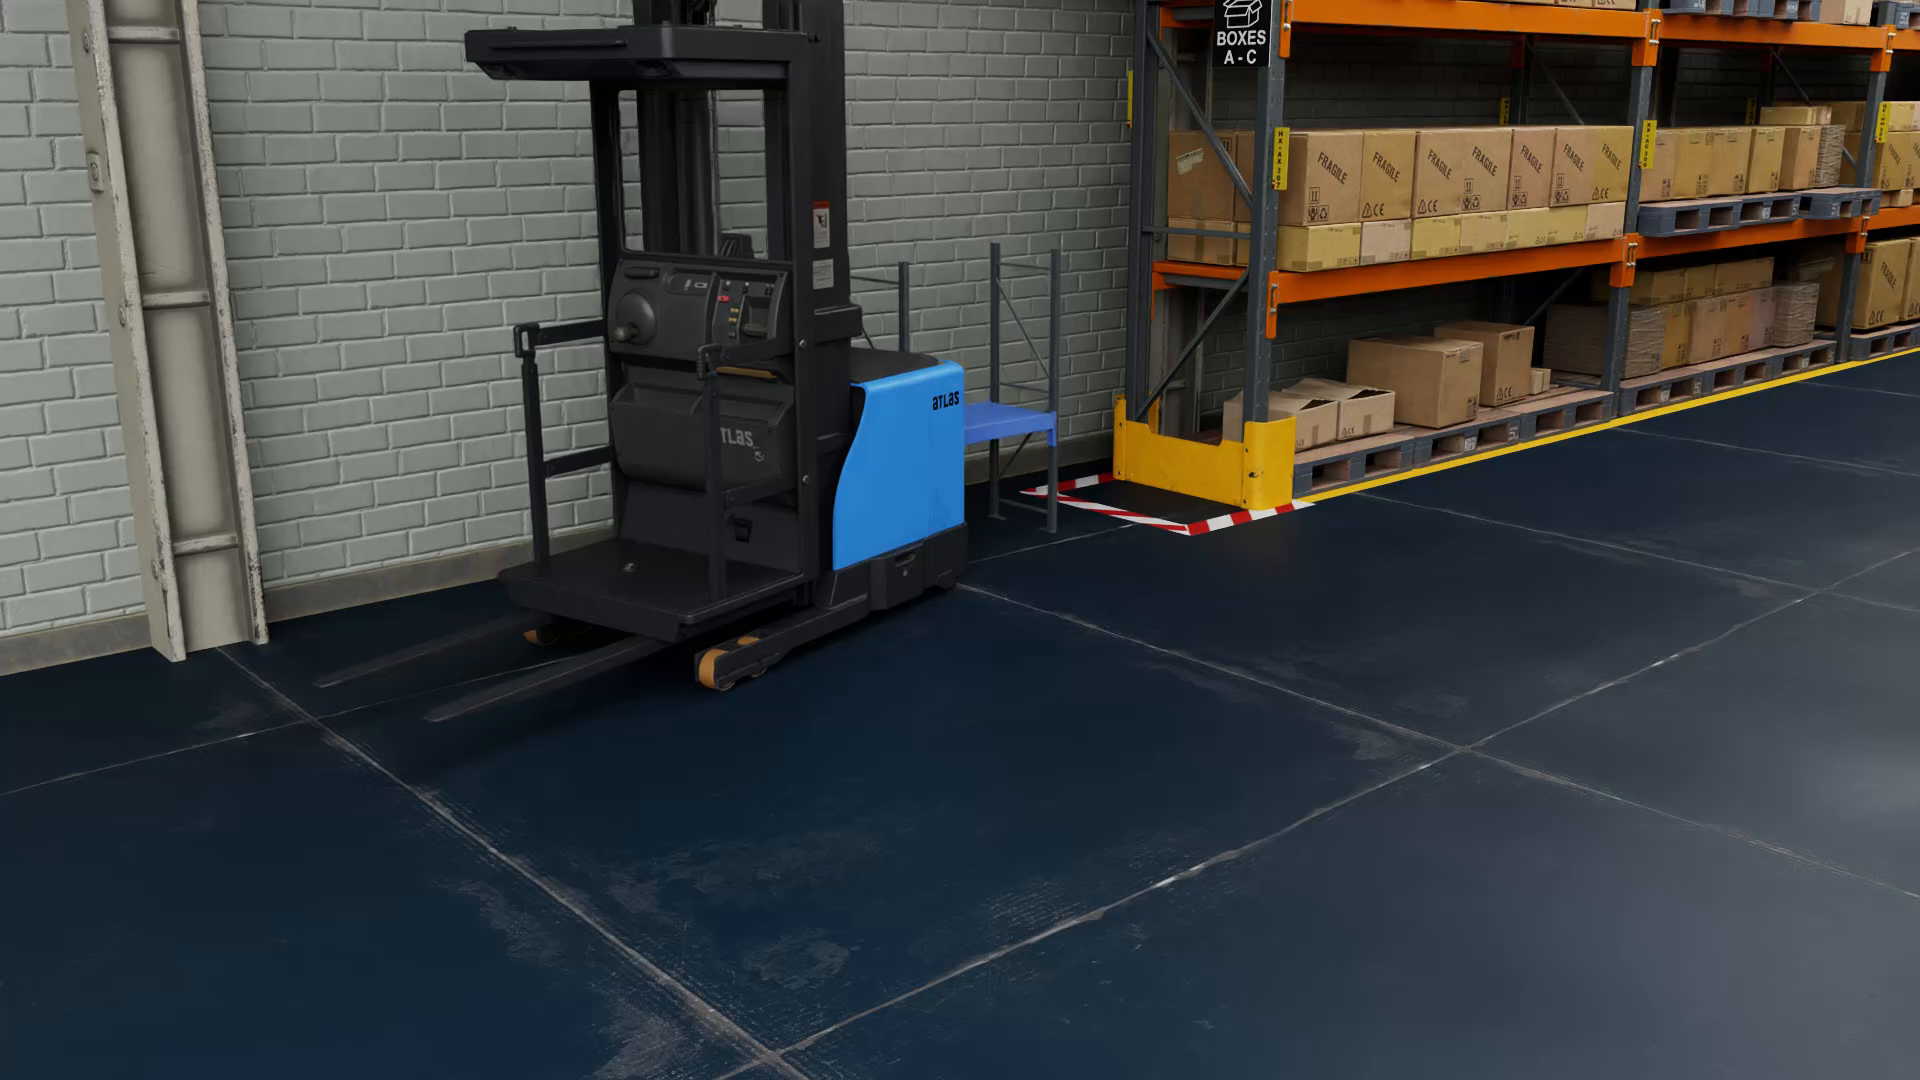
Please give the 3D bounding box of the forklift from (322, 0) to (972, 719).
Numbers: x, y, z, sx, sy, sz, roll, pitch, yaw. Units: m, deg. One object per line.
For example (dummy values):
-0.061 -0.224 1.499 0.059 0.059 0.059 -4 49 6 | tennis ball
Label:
-1.180 -0.970 6.704 1.130 2.935 3.031 10 18 33 | forklift

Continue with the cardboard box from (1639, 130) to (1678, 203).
4.788 -2.756 12.209 0.500 0.500 0.700 -13 19 -39 | cardboard box

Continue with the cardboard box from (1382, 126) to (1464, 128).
3.118 -2.506 11.118 0.500 0.500 0.500 -12 19 -38 | cardboard box

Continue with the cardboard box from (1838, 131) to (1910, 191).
7.934 -3.327 14.586 0.500 0.500 0.500 -12 19 -38 | cardboard box

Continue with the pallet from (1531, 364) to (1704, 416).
4.968 -1.201 12.836 1.213 0.211 1.003 -13 19 -39 | pallet

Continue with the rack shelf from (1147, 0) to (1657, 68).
2.873 -3.179 10.419 4.000 0.370 1.077 -13 19 -39 | rack shelf

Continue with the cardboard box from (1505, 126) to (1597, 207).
3.855 -2.489 11.055 0.500 0.500 0.500 -13 20 -40 | cardboard box

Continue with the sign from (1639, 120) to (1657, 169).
4.744 -2.730 11.479 0.005 0.325 0.100 -13 19 -39 | sign

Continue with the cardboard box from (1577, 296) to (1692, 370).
5.283 -1.646 13.090 0.500 0.500 0.700 -13 20 -40 | cardboard box

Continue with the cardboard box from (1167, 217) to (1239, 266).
1.590 -1.792 9.899 0.500 0.250 0.500 -12 19 -39 | cardboard box

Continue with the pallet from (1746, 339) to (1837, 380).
6.809 -1.614 14.383 1.213 0.211 1.003 -13 19 -39 | pallet

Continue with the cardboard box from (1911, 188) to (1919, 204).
8.550 -3.174 15.268 0.250 0.149 0.380 -12 19 -38 | cardboard box

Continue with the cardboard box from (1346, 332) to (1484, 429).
2.962 -1.054 10.874 0.500 0.500 0.700 -14 21 -43 | cardboard box

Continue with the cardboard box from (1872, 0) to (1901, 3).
7.721 -4.895 14.405 0.700 0.500 0.500 14 21 43 | cardboard box

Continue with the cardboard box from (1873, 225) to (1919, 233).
9.343 -2.649 16.205 0.750 0.750 0.750 -12 19 -38 | cardboard box

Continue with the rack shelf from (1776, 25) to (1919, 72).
8.908 -4.534 15.492 4.000 0.370 1.077 -13 19 -39 | rack shelf

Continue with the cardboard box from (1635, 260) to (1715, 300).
5.646 -2.075 13.244 0.500 0.250 0.500 -13 20 -41 | cardboard box

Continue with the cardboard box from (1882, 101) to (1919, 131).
8.316 -3.775 14.809 0.500 0.250 0.500 -13 20 -40 | cardboard box

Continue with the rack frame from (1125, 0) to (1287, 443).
1.364 -1.738 9.444 0.127 3.000 1.000 -13 19 -39 | rack frame

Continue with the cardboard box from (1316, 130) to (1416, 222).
2.301 -2.142 9.754 0.500 0.500 0.500 -13 19 -39 | cardboard box

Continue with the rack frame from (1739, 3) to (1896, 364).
7.399 -3.093 14.518 0.127 3.000 1.000 -13 19 -39 | rack frame

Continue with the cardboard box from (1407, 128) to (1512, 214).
3.077 -2.318 10.413 0.500 0.500 0.500 -12 19 -38 | cardboard box

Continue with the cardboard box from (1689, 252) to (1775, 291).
6.419 -2.244 13.877 0.500 0.250 0.500 -12 19 -38 | cardboard box

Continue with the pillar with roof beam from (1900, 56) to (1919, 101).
13.203 -6.118 14.217 0.400 9.000 9.100 -13 19 -39 | pillar with roof beam

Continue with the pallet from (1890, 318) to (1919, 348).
8.963 -2.071 16.093 1.213 0.211 1.003 -13 19 -39 | pallet

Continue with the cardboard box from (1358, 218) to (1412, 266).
2.323 -1.787 9.879 0.500 0.250 0.500 -13 20 -41 | cardboard box

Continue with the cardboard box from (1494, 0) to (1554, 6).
3.380 -3.605 10.388 0.500 0.500 0.500 -14 20 -41 | cardboard box

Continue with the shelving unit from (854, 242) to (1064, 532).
-0.019 -0.732 8.583 1.048 1.500 0.538 -13 20 -40 | shelving unit

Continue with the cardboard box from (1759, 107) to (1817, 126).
6.926 -3.546 13.909 0.380 0.149 0.250 12 19 38 | cardboard box

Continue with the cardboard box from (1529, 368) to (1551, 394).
3.998 -1.163 11.929 0.380 0.166 0.250 13 20 40 | cardboard box

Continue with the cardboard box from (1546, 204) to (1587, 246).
3.842 -2.131 11.167 0.500 0.250 0.500 -13 19 -39 | cardboard box

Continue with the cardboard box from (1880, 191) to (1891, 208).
7.996 -3.033 14.741 0.250 0.149 0.380 -12 19 -39 | cardboard box

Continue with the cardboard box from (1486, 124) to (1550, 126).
3.890 -2.676 11.755 0.500 0.500 0.500 -13 20 -41 | cardboard box

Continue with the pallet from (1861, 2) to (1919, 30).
7.850 -4.571 14.602 1.003 0.211 1.213 -12 19 -37 | pallet

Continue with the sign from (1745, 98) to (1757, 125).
7.033 -3.760 14.771 0.005 0.325 0.100 -13 19 -39 | sign

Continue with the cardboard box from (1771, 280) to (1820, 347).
6.890 -1.966 14.289 0.500 0.500 0.700 -12 19 -39 | cardboard box

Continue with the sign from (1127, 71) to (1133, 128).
1.015 -2.562 9.671 0.005 0.325 0.100 -13 19 -39 | sign

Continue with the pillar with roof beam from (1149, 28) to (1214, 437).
4.151 -4.085 6.607 0.400 9.000 9.100 -13 19 -39 | pillar with roof beam

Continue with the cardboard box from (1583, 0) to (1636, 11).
4.161 -3.789 11.077 0.500 0.500 0.500 -12 19 -38 | cardboard box

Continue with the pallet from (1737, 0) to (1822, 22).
5.698 -4.034 12.592 1.003 0.211 1.213 -13 19 -39 | pallet

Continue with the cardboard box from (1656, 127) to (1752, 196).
5.691 -2.967 12.999 0.500 0.500 0.700 -10 18 -32 | cardboard box

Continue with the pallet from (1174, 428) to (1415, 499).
2.058 -0.534 10.342 1.213 0.211 1.003 -13 19 -39 | pallet

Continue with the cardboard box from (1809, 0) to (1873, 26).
7.033 -4.335 13.486 0.500 0.311 0.500 -13 19 -39 | cardboard box

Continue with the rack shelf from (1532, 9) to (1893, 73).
5.891 -3.856 12.955 4.000 0.370 1.077 -13 19 -39 | rack shelf

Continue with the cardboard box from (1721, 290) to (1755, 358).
6.069 -1.812 13.711 0.500 0.500 0.700 -13 20 -40 | cardboard box

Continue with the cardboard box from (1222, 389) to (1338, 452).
1.945 -0.751 10.108 0.500 0.311 0.500 13 20 41 | cardboard box

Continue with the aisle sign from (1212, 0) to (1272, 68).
1.507 -2.923 8.845 0.004 0.787 0.394 -13 19 -39 | aisle sign

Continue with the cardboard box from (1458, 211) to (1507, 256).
3.094 -1.957 10.517 0.500 0.250 0.500 -12 19 -39 | cardboard box

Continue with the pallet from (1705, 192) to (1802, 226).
5.933 -2.657 13.257 1.213 0.211 1.003 -13 19 -39 | pallet

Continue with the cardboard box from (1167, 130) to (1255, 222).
1.580 -2.159 9.818 0.500 0.500 0.500 -13 20 -40 | cardboard box

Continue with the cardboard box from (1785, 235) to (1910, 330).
8.040 -2.357 15.112 0.750 0.750 0.750 -13 20 -40 | cardboard box

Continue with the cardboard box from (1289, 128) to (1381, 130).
2.354 -2.331 10.461 0.500 0.500 0.500 -13 20 -41 | cardboard box

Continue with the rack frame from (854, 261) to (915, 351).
-0.396 -0.644 8.254 0.032 1.500 0.500 -13 20 -40 | rack frame

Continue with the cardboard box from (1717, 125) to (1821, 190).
6.648 -3.173 13.769 0.700 0.500 0.500 14 20 42 | cardboard box
